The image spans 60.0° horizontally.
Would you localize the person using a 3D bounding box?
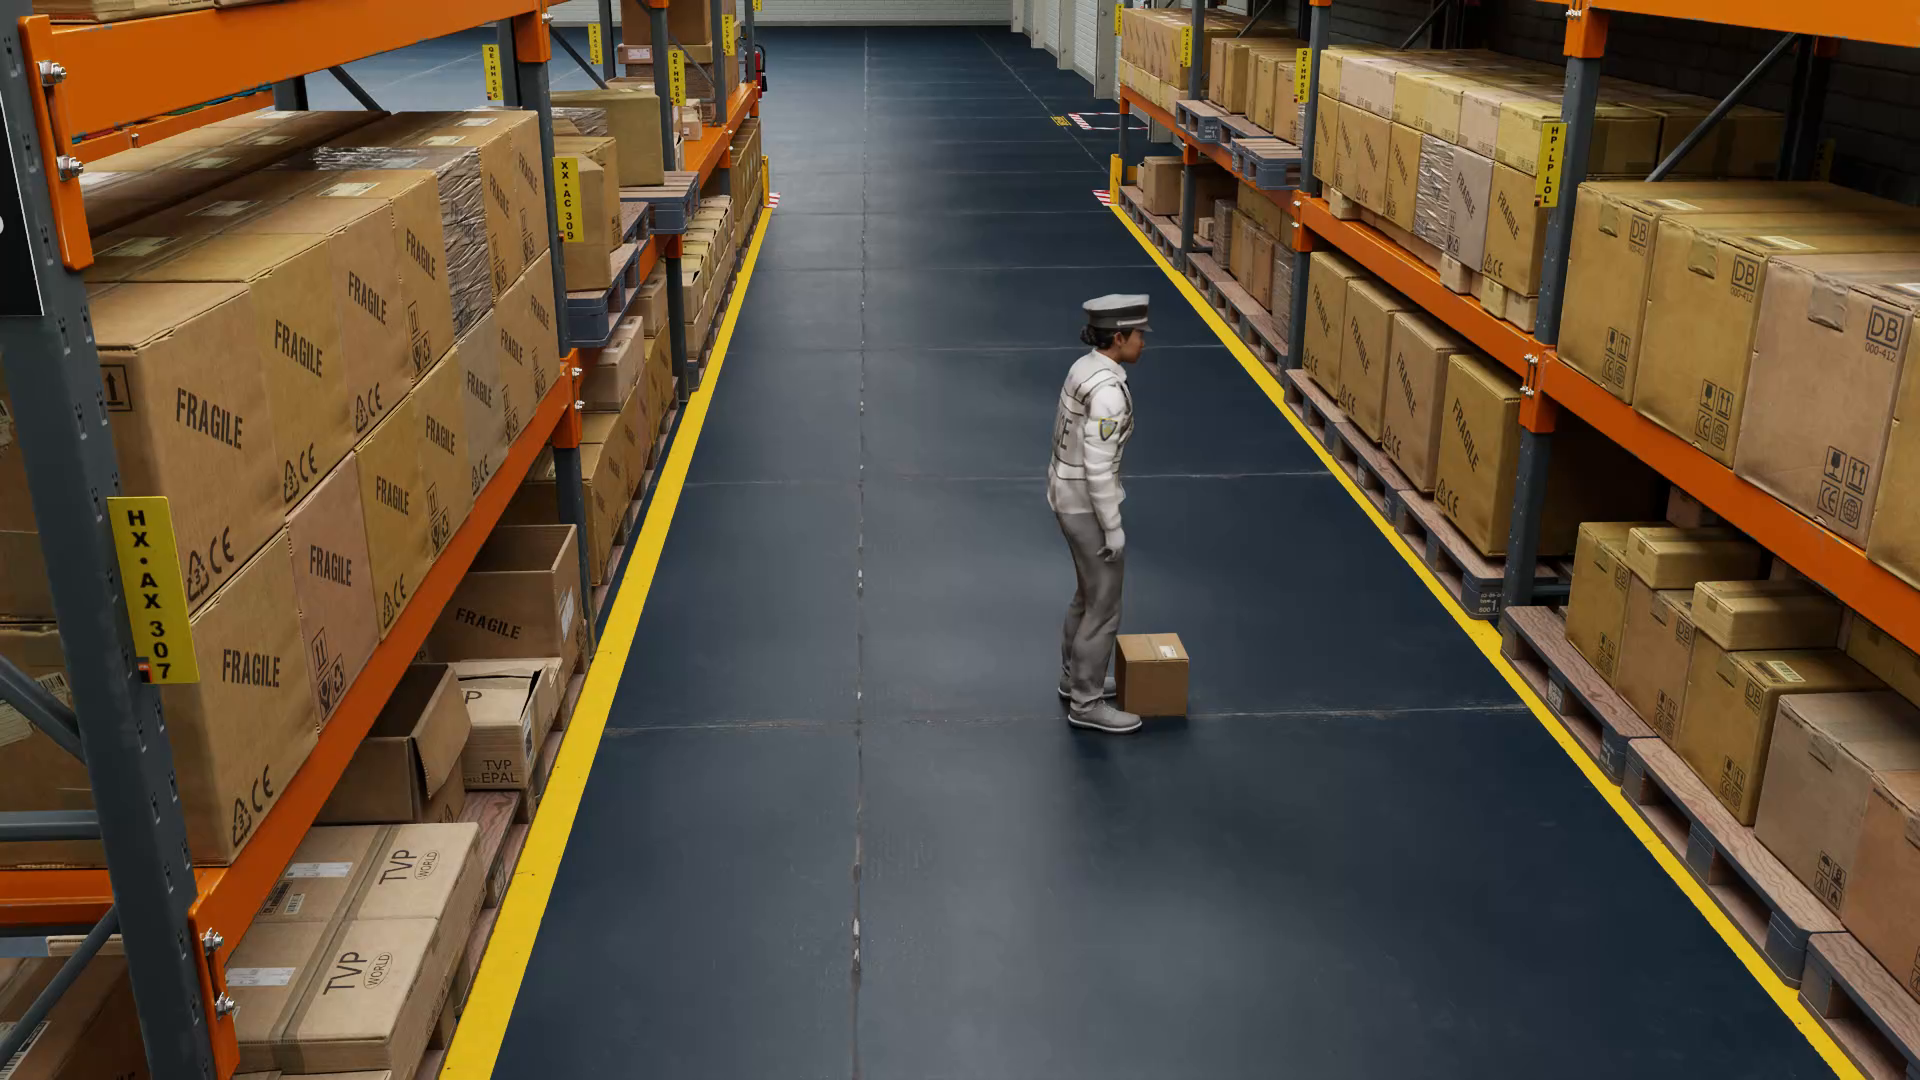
[{"bbox_3d":[0.527,-0.113,6.376,0.376,1.663,0.530,-1,21,-3],"label":"person"}]
